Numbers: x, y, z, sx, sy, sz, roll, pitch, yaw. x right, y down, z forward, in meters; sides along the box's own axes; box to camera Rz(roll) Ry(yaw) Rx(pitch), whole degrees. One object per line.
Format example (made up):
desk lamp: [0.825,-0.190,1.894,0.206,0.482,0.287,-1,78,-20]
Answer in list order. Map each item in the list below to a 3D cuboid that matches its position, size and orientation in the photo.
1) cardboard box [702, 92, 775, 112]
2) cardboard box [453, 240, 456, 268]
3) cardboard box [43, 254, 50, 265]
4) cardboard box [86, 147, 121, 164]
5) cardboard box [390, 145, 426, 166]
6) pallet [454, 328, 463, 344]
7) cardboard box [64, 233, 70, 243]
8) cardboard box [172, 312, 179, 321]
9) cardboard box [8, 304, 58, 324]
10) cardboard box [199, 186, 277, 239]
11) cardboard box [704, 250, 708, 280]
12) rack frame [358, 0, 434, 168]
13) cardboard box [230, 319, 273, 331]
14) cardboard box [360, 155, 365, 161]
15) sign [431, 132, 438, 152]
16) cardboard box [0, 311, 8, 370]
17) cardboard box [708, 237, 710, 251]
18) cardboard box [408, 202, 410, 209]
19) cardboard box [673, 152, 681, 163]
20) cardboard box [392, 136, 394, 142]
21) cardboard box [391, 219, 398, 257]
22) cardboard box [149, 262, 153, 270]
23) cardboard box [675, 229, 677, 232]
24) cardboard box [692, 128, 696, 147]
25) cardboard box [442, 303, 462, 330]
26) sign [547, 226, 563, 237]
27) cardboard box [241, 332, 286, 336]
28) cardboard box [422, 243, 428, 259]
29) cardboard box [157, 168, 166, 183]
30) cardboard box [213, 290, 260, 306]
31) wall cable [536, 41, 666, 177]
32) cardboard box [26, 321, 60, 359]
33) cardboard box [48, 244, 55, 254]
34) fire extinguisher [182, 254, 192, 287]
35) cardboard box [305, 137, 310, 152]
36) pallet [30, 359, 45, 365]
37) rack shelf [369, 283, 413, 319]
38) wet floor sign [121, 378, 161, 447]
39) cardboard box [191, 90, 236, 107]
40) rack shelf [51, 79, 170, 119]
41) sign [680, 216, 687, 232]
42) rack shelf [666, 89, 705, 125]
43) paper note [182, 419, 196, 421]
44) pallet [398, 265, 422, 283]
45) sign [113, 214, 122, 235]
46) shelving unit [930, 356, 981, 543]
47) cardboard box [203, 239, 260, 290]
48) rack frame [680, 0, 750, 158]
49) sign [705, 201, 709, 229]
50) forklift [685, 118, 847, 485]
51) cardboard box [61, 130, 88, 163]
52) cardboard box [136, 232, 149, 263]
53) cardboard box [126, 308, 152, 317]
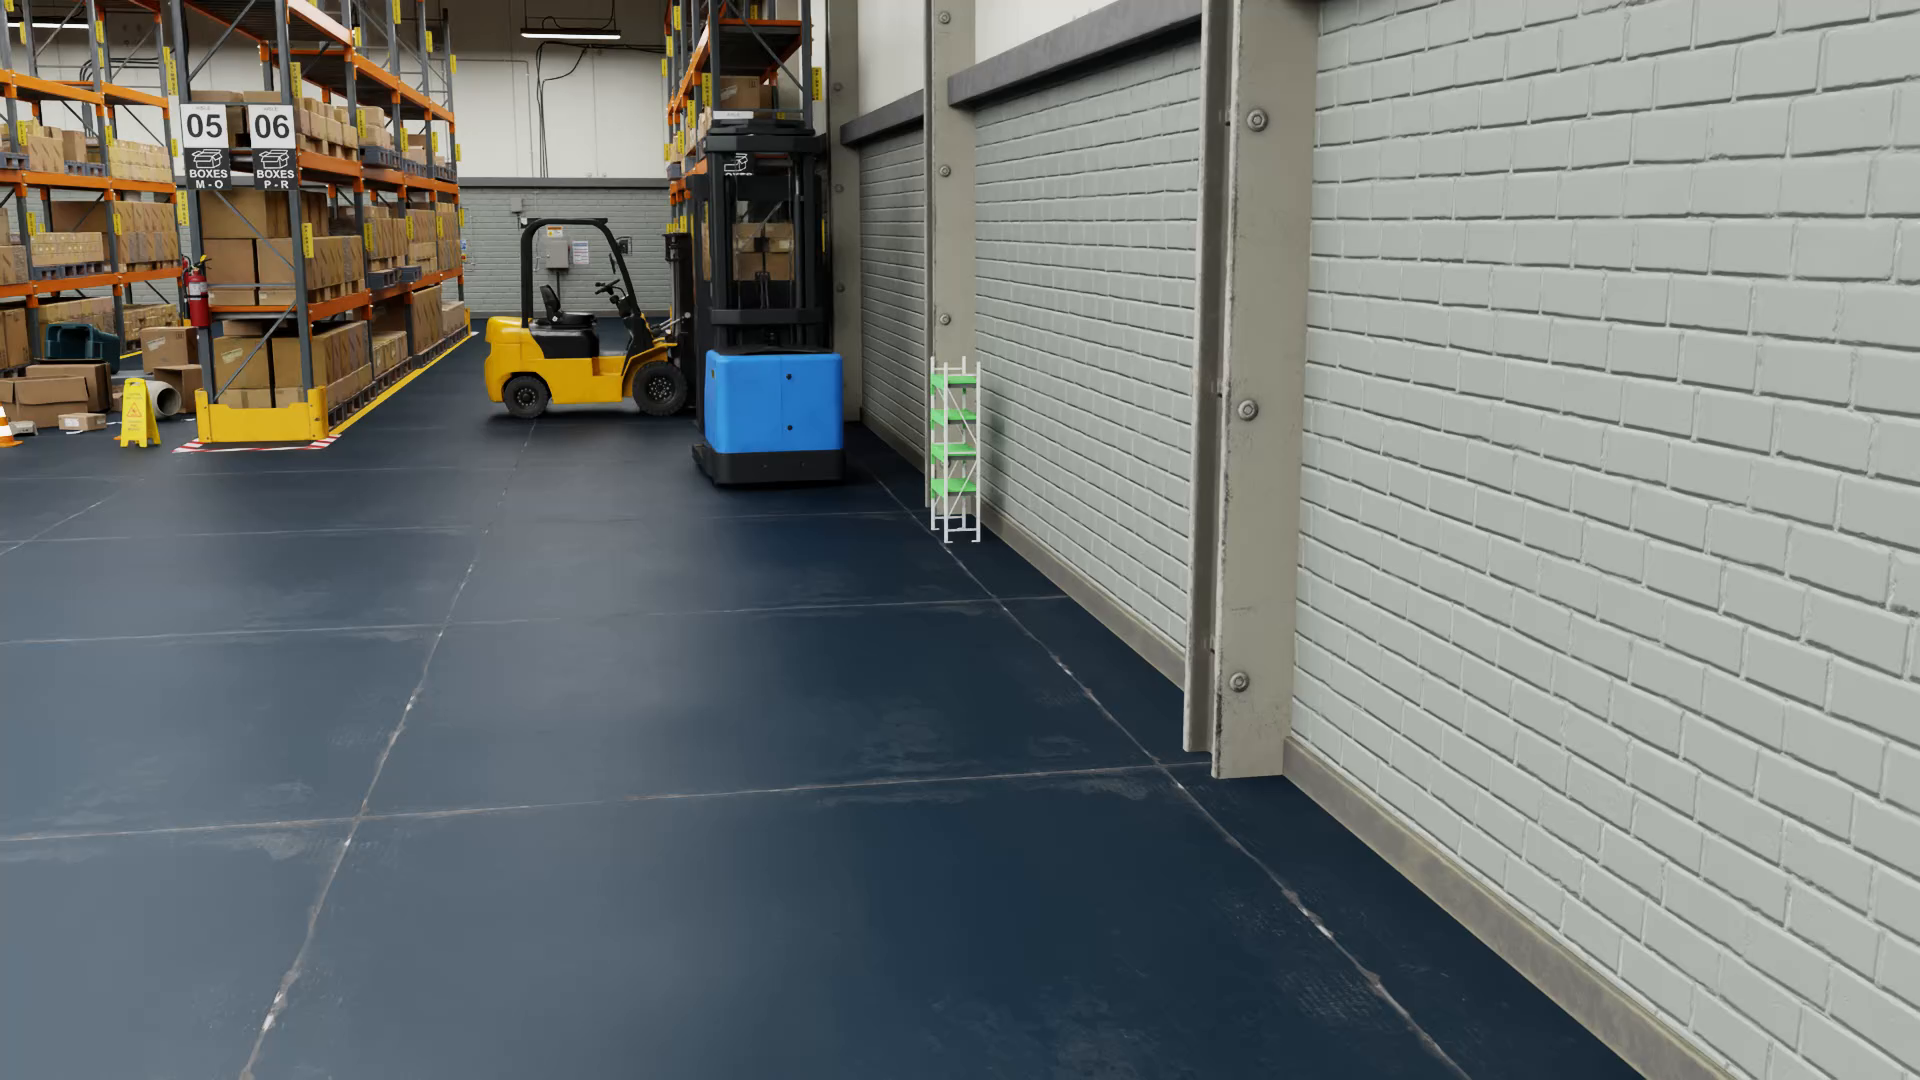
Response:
cardboard box: [-2.491,-4.791,18.658,0.797,0.503,0.637,-2,11,-9]
cardboard box: [-9.423,-5.176,30.101,0.500,0.500,0.500,-2,11,-9]
cardboard box: [-13.243,-3.998,23.726,0.380,0.149,0.250,-2,11,-8]
cardboard box: [-13.885,-6.203,26.804,0.500,0.250,0.500,-2,11,-9]
cardboard box: [-8.813,-6.141,26.530,0.500,0.311,0.500,-2,11,-11]
pallet: [-9.503,-3.655,29.837,1.003,0.211,1.213,-2,11,-11]
cardboard box: [-13.450,-4.480,24.672,0.380,0.149,0.250,-2,11,-12]
cardboard box: [-14.422,-4.059,30.208,0.380,0.149,0.250,-2,11,-13]
cardboard box: [-13.145,-3.209,23.588,0.500,0.250,0.500,-3,11,-14]
cardboard box: [-7.170,-3.230,16.408,0.700,0.500,0.500,-2,11,-12]
cardboard box: [-2.642,-3.050,18.932,0.500,0.500,0.500,-2,11,-11]
rack frame: [-9.191,-7.606,27.090,1.000,3.000,0.127,-2,11,-11]
cardboard box: [-7.451,-2.249,17.481,0.380,0.149,0.250,-2,11,-10]
cardboard box: [-8.088,-5.171,22.042,0.797,0.503,0.637,-2,11,-11]
sign: [-8.660,-6.562,27.406,0.100,0.325,0.005,-2,11,-11]
cardboard box: [-13.045,-2.553,21.479,1.050,0.750,0.750,-2,11,-10]
cardboard box: [-2.604,-3.295,18.482,0.380,0.149,0.250,-2,11,-11]
cardboard box: [-9.547,-5.661,28.240,0.380,0.149,0.250,-2,11,-11]
cardboard box: [-4.413,-6.142,26.703,0.380,0.149,0.250,-2,11,-10]
cardboard box: [-9.485,-6.685,28.606,0.797,0.503,0.637,-1,11,-7]
cardboard box: [-7.841,-4.066,22.353,0.500,0.500,0.500,-3,11,-15]
cardboard box: [-14.300,-4.781,28.967,0.380,0.149,0.250,-3,11,-13]
cardboard box: [-4.347,-4.904,27.546,0.700,0.500,0.500,-2,11,-10]
cardboard box: [-3.146,-5.182,21.224,0.500,0.311,0.500,-2,11,-13]
cardboard box: [-9.556,-4.055,30.208,0.875,0.438,0.875,-2,11,-9]
sign: [-9.094,-6.917,37.307,0.339,0.242,0.001,-2,11,-11]
cardboard box: [-7.373,-1.915,17.460,0.500,0.500,0.500,-2,11,-9]
cardboard box: [-8.539,-4.479,25.771,0.500,0.250,0.500,-2,11,-10]
cardboard box: [-14.350,-6.427,29.318,0.500,0.250,0.500,-2,11,-11]
cardboard box: [-7.139,-2.395,16.431,0.380,0.149,0.250,-2,11,-9]
wall cable: [-7.873,-9.512,37.005,2.988,3.039,0.133,-2,11,-11]
cardboard box: [-13.136,-2.844,23.678,0.500,0.500,0.500,-3,11,-13]
cardboard box: [-13.305,-4.196,23.974,0.380,0.149,0.250,-2,11,-11]
fire extinguisher: [-14.401,-5.036,30.835,0.296,0.674,0.183,-2,11,-11]
cardboard box: [-6.760,-3.975,16.710,0.380,0.149,0.250,-2,11,-9]
pallet: [-13.399,-2.500,23.767,1.003,0.211,1.213,-2,11,-11]
rack shelf: [-8.024,-3.205,21.937,1.077,0.370,4.000,-2,11,-11]
wet floor sign: [-7.869,-1.228,15.920,0.267,0.644,0.232,2,11,9]
cardboard box: [-7.212,-4.251,16.026,0.380,0.149,0.250,-2,11,-10]
rack shelf: [-14.416,-7.419,28.042,1.077,0.370,4.000,-2,11,-11]
sign: [-4.075,-4.615,24.535,0.100,0.325,0.005,-2,11,-11]
rack shelf: [-4.712,-7.799,30.037,1.077,0.370,4.000,-2,11,-11]
paper note: [-8.341,-1.308,17.989,0.142,0.019,0.148,-6,13,-31]
pallet: [-8.170,-3.704,23.148,1.213,0.211,1.003,-2,11,-11]
sign: [-13.483,-5.050,26.609,0.100,0.325,0.005,-2,11,-11]
shelving unit: [-0.032,-0.620,11.244,0.258,1.200,0.503,-2,11,-11]
cardboard box: [-7.233,-2.743,16.521,0.500,0.500,0.500,-2,11,-12]
rack frame: [-3.545,-7.053,24.188,1.000,3.000,0.127,-2,11,-11]
sign: [-2.524,-3.307,16.819,0.100,0.325,0.005,-2,11,-11]
forklift: [-1.773,-2.111,14.447,1.130,2.935,3.031,-3,11,-14]
cardboard box: [-14.061,-6.116,25.893,0.700,0.500,0.500,-2,11,-11]
cardboard box: [-14.042,-4.940,28.064,0.500,0.500,0.500,-2,11,-12]
cardboard box: [-14.169,-3.917,28.662,0.380,0.149,0.250,-2,11,-11]
